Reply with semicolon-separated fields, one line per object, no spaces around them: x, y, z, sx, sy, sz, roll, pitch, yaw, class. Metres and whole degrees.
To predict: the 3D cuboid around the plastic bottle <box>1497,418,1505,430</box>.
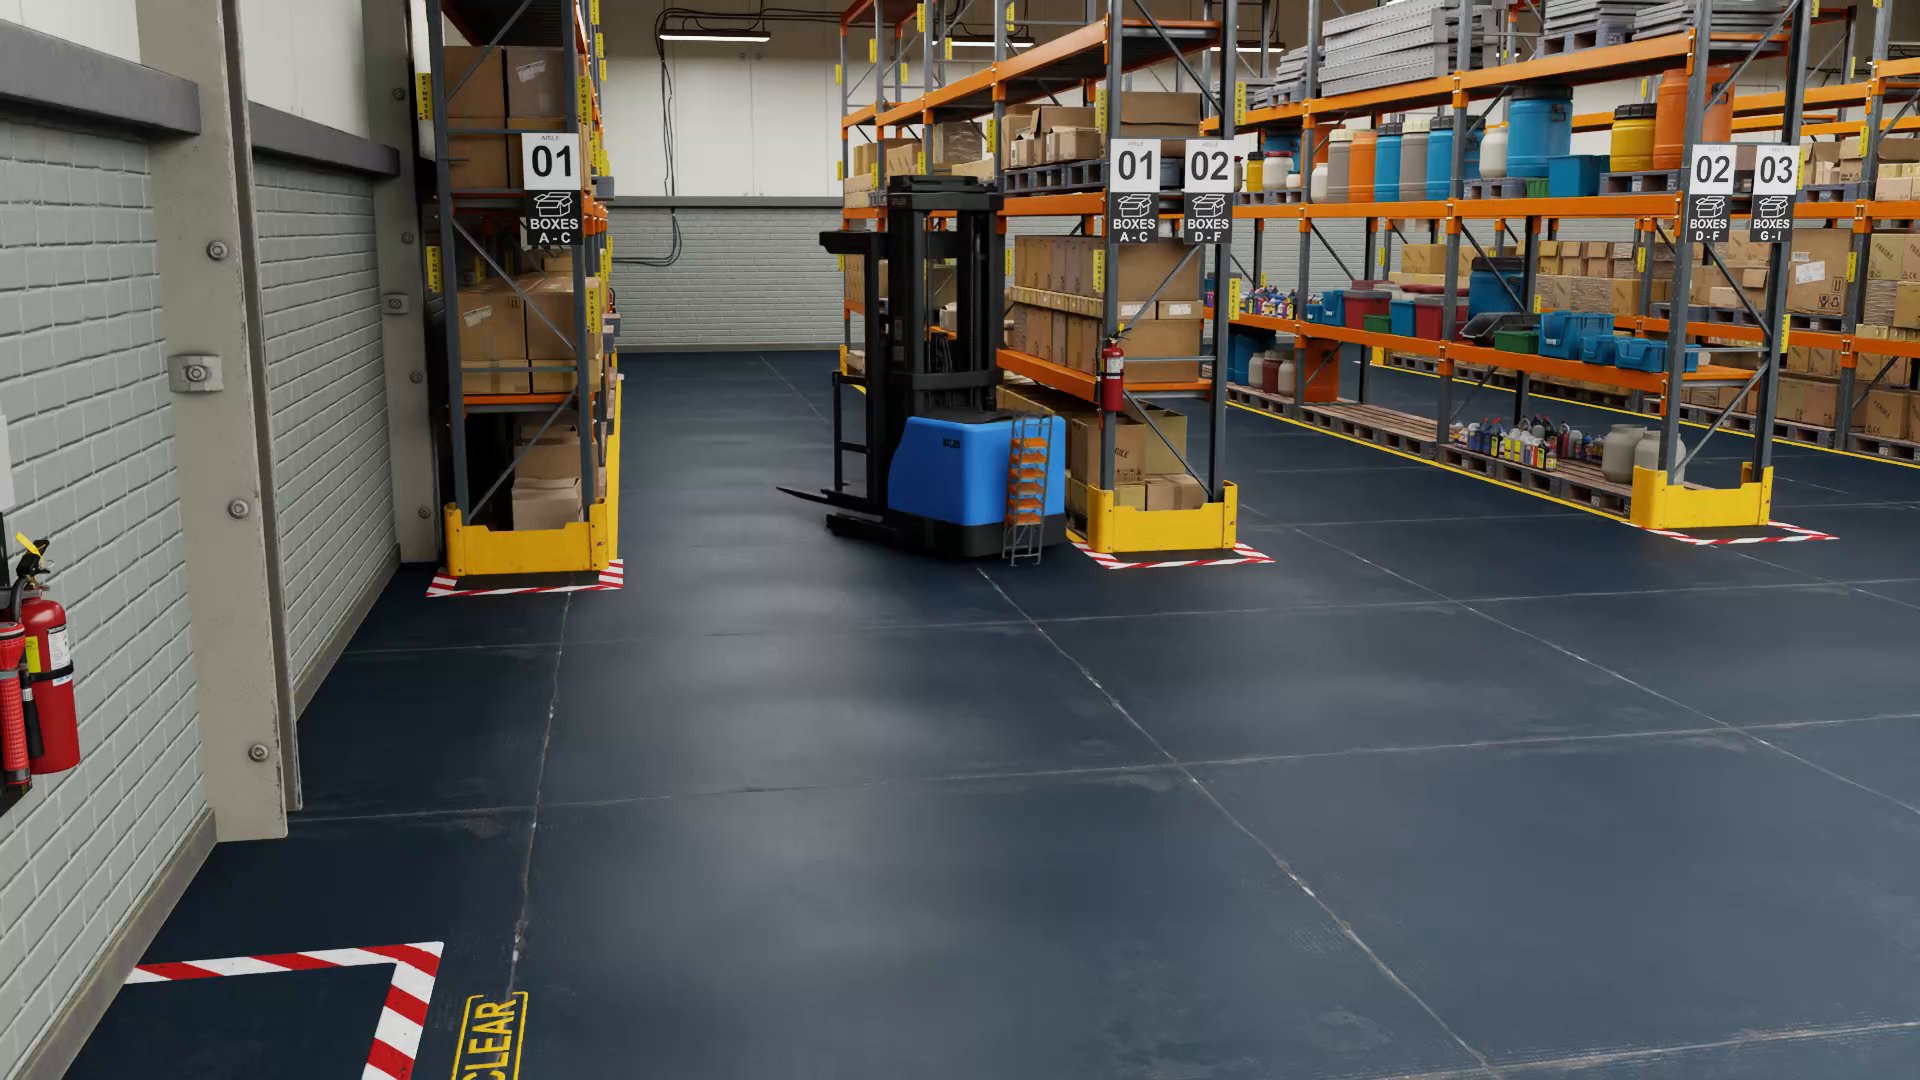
5.594;-1.096;17.338;0.144;0.351;0.185;-2;11;-11;plastic bottle

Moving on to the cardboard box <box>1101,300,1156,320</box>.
1.360;-1.857;13.426;0.380;0.149;0.250;-2;11;-12;cardboard box

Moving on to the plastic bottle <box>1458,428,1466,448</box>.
5.354;-1.087;17.693;0.097;0.201;0.097;0;11;0;plastic bottle

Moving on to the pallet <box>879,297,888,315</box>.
-0.664;-3.382;23.955;1.003;0.211;1.213;-2;11;-11;pallet

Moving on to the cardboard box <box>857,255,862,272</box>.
-1.362;-4.529;26.526;0.500;0.500;0.500;-2;11;-12;cardboard box

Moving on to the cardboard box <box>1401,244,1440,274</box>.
8.153;-4.971;29.391;0.500;0.500;0.500;-2;11;-12;cardboard box

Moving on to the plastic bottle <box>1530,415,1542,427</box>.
6.111;-1.146;17.603;0.144;0.351;0.185;-2;11;-13;plastic bottle

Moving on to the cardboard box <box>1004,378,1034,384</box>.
0.612;-1.749;19.594;0.500;0.311;0.500;-2;11;-11;cardboard box

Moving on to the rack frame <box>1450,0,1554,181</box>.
5.703;-5.286;17.401;1.000;3.000;0.127;-2;11;-11;rack frame

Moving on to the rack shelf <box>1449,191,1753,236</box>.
6.092;-3.092;15.821;1.077;0.370;4.000;-2;11;-11;rack shelf

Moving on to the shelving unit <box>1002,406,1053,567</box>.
0.506;-0.400;12.547;0.258;1.200;0.189;-4;22;-20;shelving unit

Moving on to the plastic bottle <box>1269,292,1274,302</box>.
4.591;-3.515;24.485;0.097;0.271;0.097;0;11;0;plastic bottle

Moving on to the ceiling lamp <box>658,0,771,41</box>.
-4.394;-10.578;29.594;2.000;3.185;0.800;-2;11;-11;ceiling lamp

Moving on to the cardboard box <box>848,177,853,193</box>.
-1.556;-5.810;27.241;0.500;0.250;0.500;-2;11;-11;cardboard box

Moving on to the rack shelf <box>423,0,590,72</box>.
-3.626;-4.204;13.648;1.077;0.370;4.000;-2;11;-11;rack shelf

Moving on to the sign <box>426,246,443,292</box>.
-3.785;-1.952;11.990;0.100;0.325;0.005;-2;11;-11;sign

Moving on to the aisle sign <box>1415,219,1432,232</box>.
8.508;-6.021;30.355;0.394;0.787;0.004;-2;11;-11;aisle sign

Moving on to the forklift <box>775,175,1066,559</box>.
-0.465;-1.516;13.823;1.130;2.935;3.031;-8;14;-38;forklift

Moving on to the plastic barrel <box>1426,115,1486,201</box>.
5.391;-4.144;18.083;0.600;0.901;0.708;-2;11;-11;plastic barrel

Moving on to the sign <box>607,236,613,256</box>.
-5.814;-4.882;27.592;0.100;0.325;0.005;-2;11;-11;sign

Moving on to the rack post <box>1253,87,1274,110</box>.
4.665;-6.141;23.230;0.937;0.300;0.954;-1;11;-5;rack post

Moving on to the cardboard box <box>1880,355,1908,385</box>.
14.186;-2.599;24.892;0.500;0.500;0.500;-2;11;-9;cardboard box

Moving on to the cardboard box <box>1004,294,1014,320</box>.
0.607;-2.446;18.260;0.500;0.500;0.500;-1;11;-7;cardboard box

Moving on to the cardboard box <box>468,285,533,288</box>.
-3.730;-1.815;13.554;0.500;0.500;0.500;-2;11;-13;cardboard box

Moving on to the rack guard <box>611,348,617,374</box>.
-6.354;-2.956;27.889;1.175;0.500;0.348;-2;11;-11;rack guard

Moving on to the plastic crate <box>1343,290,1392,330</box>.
4.939;-2.796;20.194;0.402;0.464;0.583;-2;11;-11;plastic crate

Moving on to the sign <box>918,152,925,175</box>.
-0.467;-4.601;20.443;0.100;0.325;0.005;-2;11;-11;sign

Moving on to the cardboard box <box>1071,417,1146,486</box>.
1.225;-0.737;13.772;0.500;0.500;0.500;-2;11;-11;cardboard box

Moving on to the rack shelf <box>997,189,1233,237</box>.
1.232;-2.913;14.878;1.077;0.370;4.000;-2;11;-11;rack shelf

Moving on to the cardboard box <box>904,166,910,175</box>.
-0.253;-4.683;21.990;0.910;0.500;0.500;-2;11;-11;cardboard box

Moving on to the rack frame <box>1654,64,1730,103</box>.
9.783;-6.200;22.201;1.000;3.000;0.127;-2;11;-11;rack frame

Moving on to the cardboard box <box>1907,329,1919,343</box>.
10.477;-2.208;17.949;0.380;0.149;0.250;-2;11;-11;cardboard box

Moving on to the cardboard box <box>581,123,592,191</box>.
-3.126;-2.948;12.817;0.500;0.500;0.500;-1;11;-7;cardboard box

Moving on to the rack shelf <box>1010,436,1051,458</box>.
0.526;-0.695;12.438;0.258;0.103;0.180;-4;22;-20;rack shelf

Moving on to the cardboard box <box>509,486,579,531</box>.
-3.283;-0.270;13.108;0.500;0.311;0.500;-3;11;-17;cardboard box

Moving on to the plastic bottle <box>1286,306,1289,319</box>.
4.423;-3.055;22.257;0.097;0.201;0.097;0;11;0;plastic bottle

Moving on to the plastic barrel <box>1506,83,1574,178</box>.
5.791;-4.078;16.615;0.600;0.901;0.708;-2;11;-11;plastic barrel

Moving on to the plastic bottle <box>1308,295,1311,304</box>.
4.937;-3.334;23.537;0.097;0.271;0.097;0;11;0;plastic bottle

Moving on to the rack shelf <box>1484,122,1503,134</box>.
8.616;-6.750;28.088;1.077;0.370;4.000;-2;11;-11;rack shelf

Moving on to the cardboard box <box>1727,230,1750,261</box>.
13.428;-5.005;28.235;0.500;0.500;0.500;-2;11;-13;cardboard box

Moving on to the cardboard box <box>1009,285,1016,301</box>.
0.706;-2.471;16.653;0.380;0.149;0.250;-2;11;-11;cardboard box

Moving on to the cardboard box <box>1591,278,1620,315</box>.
9.353;-3.475;23.663;0.500;0.500;0.500;-2;11;-12;cardboard box

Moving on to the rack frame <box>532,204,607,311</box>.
-5.571;-3.446;23.777;1.000;3.000;0.127;-2;11;-11;rack frame

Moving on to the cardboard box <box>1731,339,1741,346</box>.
13.422;-3.393;28.409;0.380;0.149;0.250;-2;11;-12;cardboard box

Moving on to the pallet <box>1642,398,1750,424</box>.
9.934;-1.739;22.270;1.003;0.211;1.213;-2;11;-11;pallet

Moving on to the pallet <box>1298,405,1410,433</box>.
5.037;-1.559;21.323;1.003;0.211;1.213;-2;11;-11;pallet

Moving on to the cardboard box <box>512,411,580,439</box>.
-4.175;-1.101;16.967;0.700;0.500;0.500;-2;11;-9;cardboard box

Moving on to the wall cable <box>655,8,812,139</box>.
-4.445;-9.231;32.924;3.097;2.526;0.112;-2;11;-11;wall cable

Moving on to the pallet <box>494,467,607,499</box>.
-3.850;-0.487;15.689;1.003;0.211;1.213;-2;11;-11;pallet

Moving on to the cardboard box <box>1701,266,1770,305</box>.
10.134;-3.312;21.682;0.700;0.500;0.500;0;11;-3;cardboard box

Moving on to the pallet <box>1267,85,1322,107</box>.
4.815;-5.864;22.011;1.213;0.211;1.003;-2;11;-11;pallet

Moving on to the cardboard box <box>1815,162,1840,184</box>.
10.280;-4.301;19.487;0.396;0.266;0.258;-2;11;-9;cardboard box
